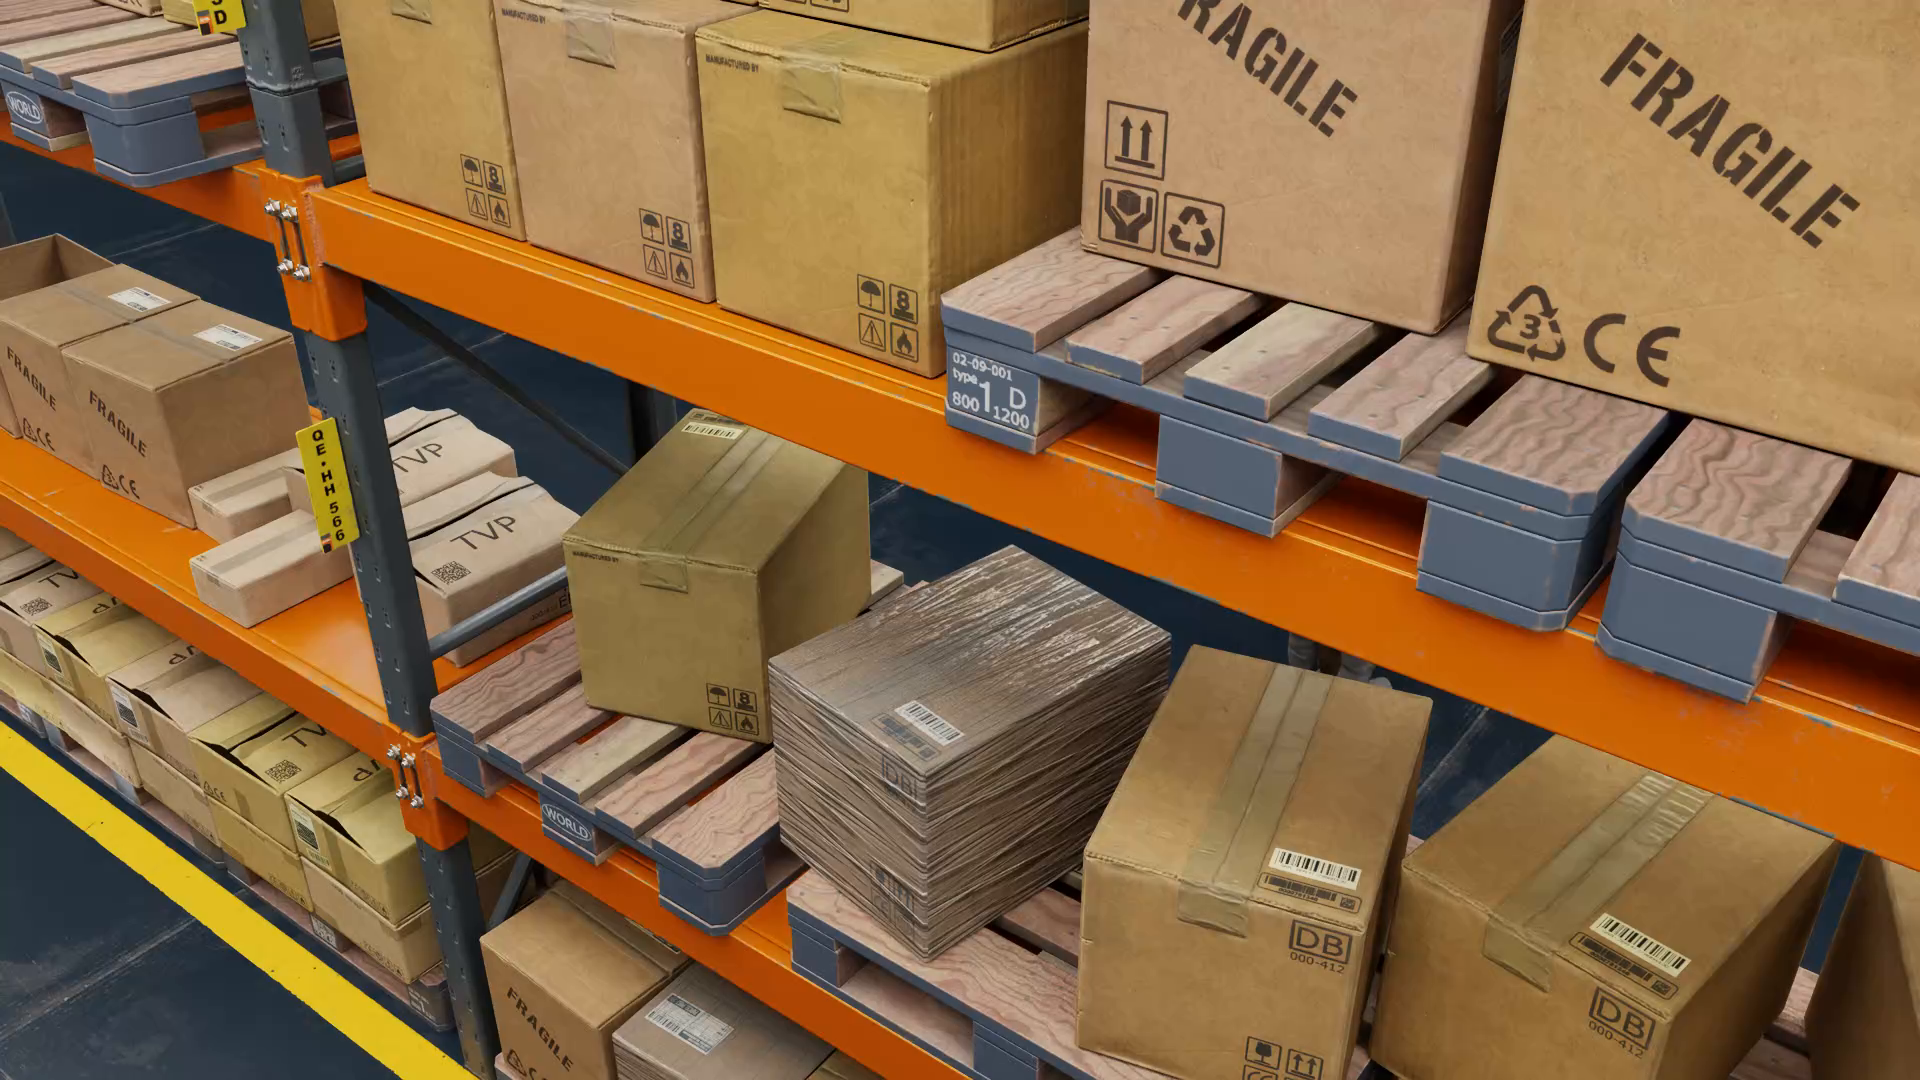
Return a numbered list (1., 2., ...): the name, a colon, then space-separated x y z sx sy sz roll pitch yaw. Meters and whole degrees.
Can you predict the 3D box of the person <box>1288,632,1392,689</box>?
1. person: 1.468 -0.109 6.318 0.517 1.656 0.427 20 36 29
